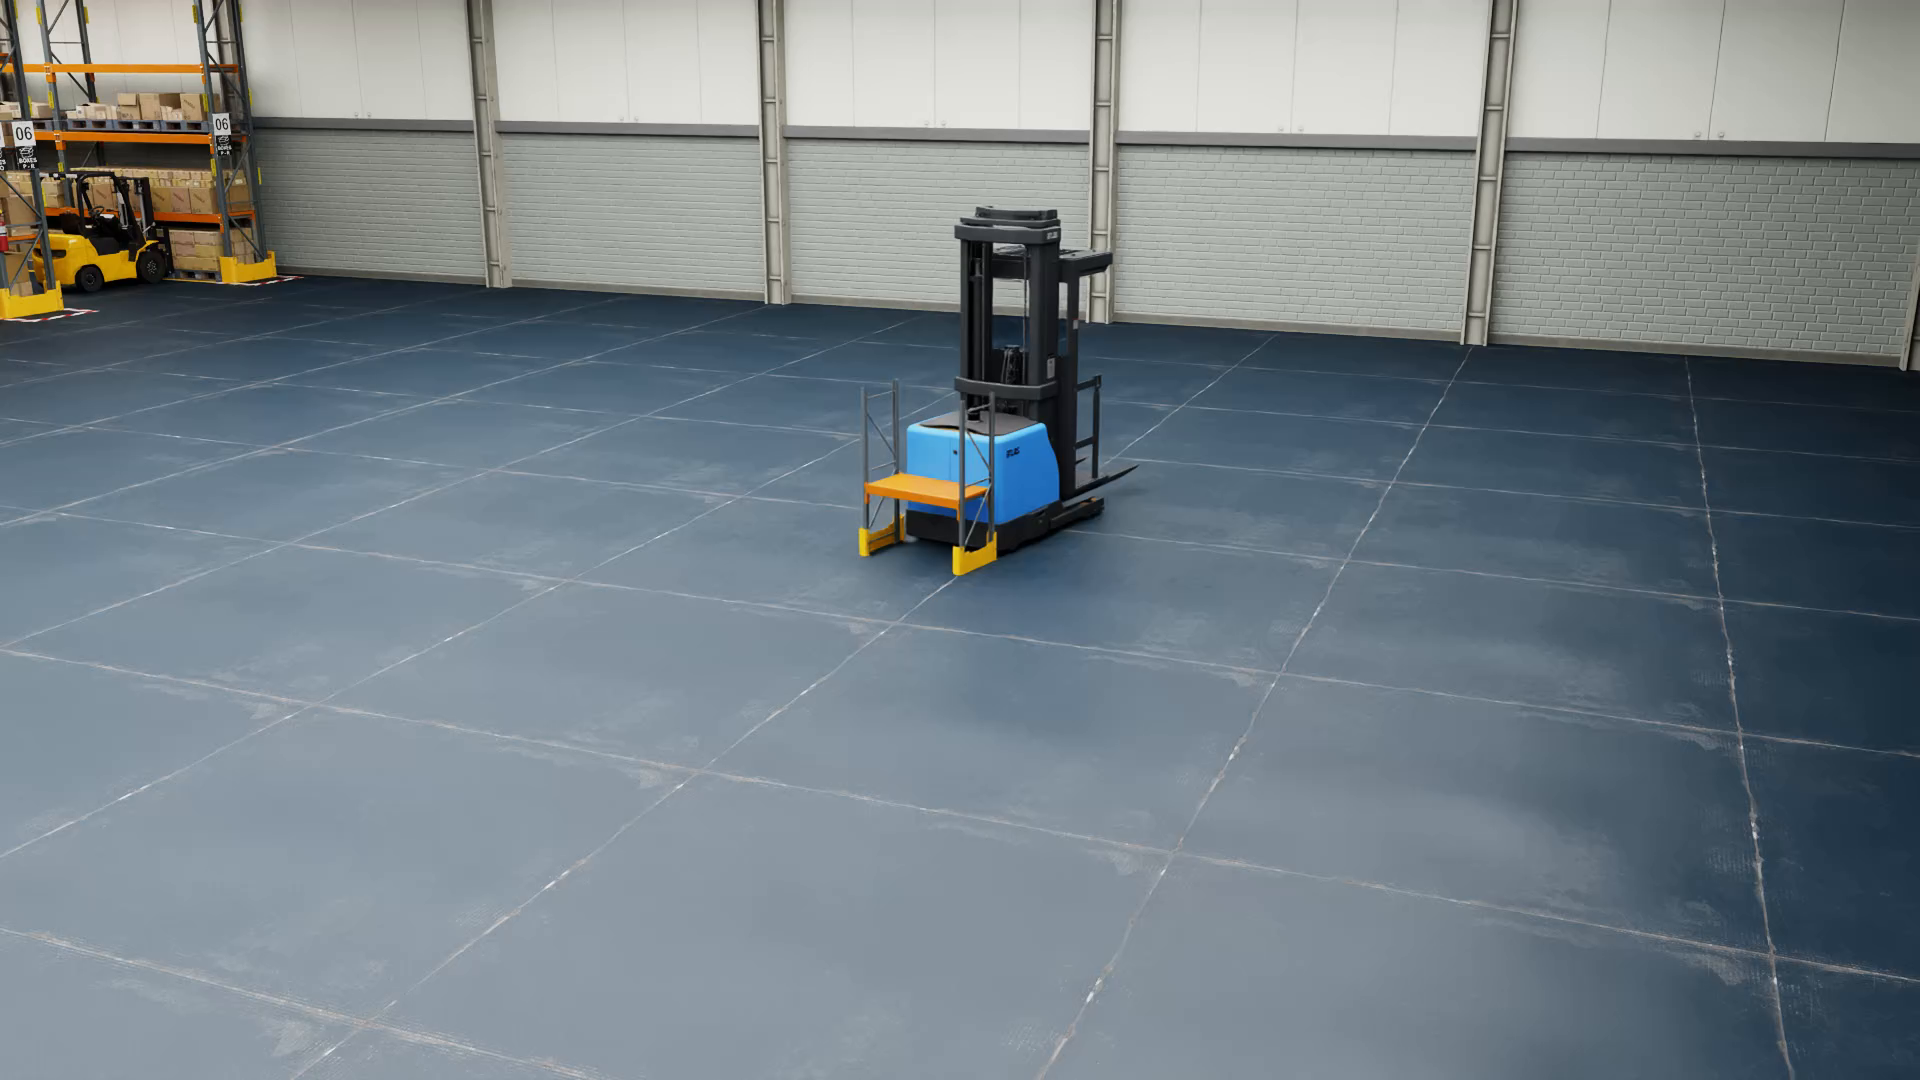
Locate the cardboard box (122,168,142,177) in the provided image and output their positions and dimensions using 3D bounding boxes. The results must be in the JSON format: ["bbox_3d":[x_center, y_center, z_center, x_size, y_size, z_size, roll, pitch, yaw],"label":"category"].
[{"bbox_3d":[-16.406,-7.301,33.067,0.250,0.149,0.380,6,17,20],"label":"cardboard box"}]

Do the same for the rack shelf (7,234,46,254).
[{"bbox_3d":[-17.778,-5.182,28.933,4.000,0.370,1.077,6,17,21],"label":"rack shelf"}]

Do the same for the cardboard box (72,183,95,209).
[{"bbox_3d":[-17.504,-6.954,33.569,0.500,0.500,0.500,6,17,19],"label":"cardboard box"}]

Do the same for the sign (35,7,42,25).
[{"bbox_3d":[-18.009,-10.245,32.506,0.005,0.325,0.100,6,17,21],"label":"sign"}]

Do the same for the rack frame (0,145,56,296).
[{"bbox_3d":[-15.917,-5.323,28.128,0.127,3.000,1.000,6,17,21],"label":"rack frame"}]

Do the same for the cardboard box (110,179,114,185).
[{"bbox_3d":[-16.681,-7.161,33.117,0.250,0.149,0.380,6,17,20],"label":"cardboard box"}]

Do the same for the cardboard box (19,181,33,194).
[{"bbox_3d":[-18.852,-7.222,34.044,0.500,0.250,0.500,6,17,19],"label":"cardboard box"}]

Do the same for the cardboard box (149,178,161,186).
[{"bbox_3d":[-15.727,-7.058,32.761,0.250,0.149,0.380,6,17,21],"label":"cardboard box"}]

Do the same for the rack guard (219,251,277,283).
[{"bbox_3d":[-14.077,-5.407,32.903,0.348,0.500,1.175,6,17,21],"label":"rack guard"}]

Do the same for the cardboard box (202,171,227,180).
[{"bbox_3d":[-14.510,-7.095,32.355,0.250,0.149,0.380,6,17,21],"label":"cardboard box"}]

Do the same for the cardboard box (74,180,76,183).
[{"bbox_3d":[-17.621,-7.278,33.521,0.250,0.149,0.380,6,17,20],"label":"cardboard box"}]

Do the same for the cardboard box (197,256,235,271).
[{"bbox_3d":[-14.653,-5.458,32.772,0.500,0.250,0.500,6,17,21],"label":"cardboard box"}]

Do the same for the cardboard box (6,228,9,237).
[{"bbox_3d":[-16.344,-5.185,28.103,0.250,0.149,0.380,7,18,22],"label":"cardboard box"}]

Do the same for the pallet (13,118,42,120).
[{"bbox_3d":[-19.836,-8.619,34.440,1.213,0.211,1.003,7,18,23],"label":"pallet"}]

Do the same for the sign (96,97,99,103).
[{"bbox_3d":[-17.618,-8.890,33.968,0.005,0.325,0.100,6,17,21],"label":"sign"}]

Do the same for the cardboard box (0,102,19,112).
[{"bbox_3d":[-19.297,-8.756,33.802,0.500,0.311,0.500,6,17,19],"label":"cardboard box"}]

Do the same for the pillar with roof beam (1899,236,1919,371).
[{"bbox_3d":[11.911,-5.611,18.361,0.400,9.000,9.100,6,17,21],"label":"pillar with roof beam"}]

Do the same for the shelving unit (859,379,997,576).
[{"bbox_3d":[-0.284,-0.565,14.429,1.083,1.500,0.587,11,19,33],"label":"shelving unit"}]

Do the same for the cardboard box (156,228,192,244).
[{"bbox_3d":[-15.593,-6.038,32.976,0.500,0.250,0.500,7,17,21],"label":"cardboard box"}]

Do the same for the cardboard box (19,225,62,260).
[{"bbox_3d":[-19.029,-6.213,34.700,0.625,0.625,0.875,6,17,20],"label":"cardboard box"}]

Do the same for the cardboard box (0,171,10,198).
[{"bbox_3d":[-16.473,-5.989,27.918,0.500,0.500,0.700,6,17,19],"label":"cardboard box"}]

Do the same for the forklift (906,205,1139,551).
[{"bbox_3d":[0.732,-1.667,15.658,1.130,2.935,3.031,10,19,32],"label":"forklift"}]

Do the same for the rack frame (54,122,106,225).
[{"bbox_3d":[-17.821,-7.020,33.973,0.127,3.000,1.000,6,17,21],"label":"rack frame"}]

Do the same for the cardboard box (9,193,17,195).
[{"bbox_3d":[-19.306,-7.040,34.312,0.500,0.250,0.500,6,17,21],"label":"cardboard box"}]

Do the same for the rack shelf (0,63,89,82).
[{"bbox_3d":[-19.681,-9.568,33.997,4.000,0.370,1.077,6,17,21],"label":"rack shelf"}]

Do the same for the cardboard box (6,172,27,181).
[{"bbox_3d":[-19.419,-7.479,34.214,0.250,0.149,0.380,6,17,21],"label":"cardboard box"}]

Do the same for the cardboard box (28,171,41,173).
[{"bbox_3d":[-19.236,-7.615,34.680,0.250,0.149,0.380,6,17,20],"label":"cardboard box"}]

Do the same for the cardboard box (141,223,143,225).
[{"bbox_3d":[-16.815,-6.333,33.993,0.500,0.250,0.500,6,17,20],"label":"cardboard box"}]

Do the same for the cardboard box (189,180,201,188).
[{"bbox_3d":[-14.774,-6.951,32.394,0.250,0.149,0.380,7,17,22],"label":"cardboard box"}]

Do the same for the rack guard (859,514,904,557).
[{"bbox_3d":[-0.695,-0.043,14.872,0.087,0.250,0.587,11,19,33],"label":"rack guard"}]

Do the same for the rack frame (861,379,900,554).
[{"bbox_3d":[-0.697,-0.643,14.698,0.032,1.500,0.500,11,19,33],"label":"rack frame"}]

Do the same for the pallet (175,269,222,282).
[{"bbox_3d":[-14.826,-5.339,33.184,1.213,0.211,1.003,6,17,21],"label":"pallet"}]

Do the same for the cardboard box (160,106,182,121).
[{"bbox_3d":[-15.218,-8.268,32.201,0.258,0.266,0.396,6,17,21],"label":"cardboard box"}]

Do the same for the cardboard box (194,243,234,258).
[{"bbox_3d":[-14.667,-5.700,32.711,0.500,0.250,0.500,6,17,20],"label":"cardboard box"}]

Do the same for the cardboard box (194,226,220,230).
[{"bbox_3d":[-14.943,-6.120,33.260,0.500,0.250,0.500,6,17,21],"label":"cardboard box"}]

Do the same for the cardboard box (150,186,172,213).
[{"bbox_3d":[-15.610,-6.748,32.860,0.500,0.500,0.500,6,17,20],"label":"cardboard box"}]

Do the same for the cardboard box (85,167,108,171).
[{"bbox_3d":[-17.350,-7.414,33.454,0.250,0.149,0.380,7,17,21],"label":"cardboard box"}]

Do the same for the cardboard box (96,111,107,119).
[{"bbox_3d":[-16.800,-8.386,32.817,0.250,0.149,0.380,7,18,22],"label":"cardboard box"}]

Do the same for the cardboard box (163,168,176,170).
[{"bbox_3d":[-15.762,-7.368,33.297,0.250,0.149,0.380,6,17,21],"label":"cardboard box"}]

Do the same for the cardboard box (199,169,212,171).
[{"bbox_3d":[-14.816,-7.261,32.929,0.250,0.149,0.380,7,17,22],"label":"cardboard box"}]

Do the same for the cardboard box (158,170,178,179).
[{"bbox_3d":[-15.492,-7.174,32.629,0.250,0.149,0.380,7,18,22],"label":"cardboard box"}]

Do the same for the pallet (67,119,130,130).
[{"bbox_3d":[-17.018,-8.337,33.290,1.213,0.211,1.003,6,17,21],"label":"pallet"}]

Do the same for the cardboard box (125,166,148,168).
[{"bbox_3d":[-16.688,-7.498,33.745,0.250,0.149,0.380,6,17,20],"label":"cardboard box"}]

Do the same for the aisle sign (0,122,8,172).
[{"bbox_3d":[-15.966,-6.490,27.484,0.004,0.787,0.394,6,17,21],"label":"aisle sign"}]

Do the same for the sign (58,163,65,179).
[{"bbox_3d":[-18.011,-7.396,33.334,0.005,0.325,0.100,6,17,21],"label":"sign"}]

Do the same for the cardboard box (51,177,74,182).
[{"bbox_3d":[-18.220,-7.356,33.790,0.250,0.149,0.380,7,18,23],"label":"cardboard box"}]
